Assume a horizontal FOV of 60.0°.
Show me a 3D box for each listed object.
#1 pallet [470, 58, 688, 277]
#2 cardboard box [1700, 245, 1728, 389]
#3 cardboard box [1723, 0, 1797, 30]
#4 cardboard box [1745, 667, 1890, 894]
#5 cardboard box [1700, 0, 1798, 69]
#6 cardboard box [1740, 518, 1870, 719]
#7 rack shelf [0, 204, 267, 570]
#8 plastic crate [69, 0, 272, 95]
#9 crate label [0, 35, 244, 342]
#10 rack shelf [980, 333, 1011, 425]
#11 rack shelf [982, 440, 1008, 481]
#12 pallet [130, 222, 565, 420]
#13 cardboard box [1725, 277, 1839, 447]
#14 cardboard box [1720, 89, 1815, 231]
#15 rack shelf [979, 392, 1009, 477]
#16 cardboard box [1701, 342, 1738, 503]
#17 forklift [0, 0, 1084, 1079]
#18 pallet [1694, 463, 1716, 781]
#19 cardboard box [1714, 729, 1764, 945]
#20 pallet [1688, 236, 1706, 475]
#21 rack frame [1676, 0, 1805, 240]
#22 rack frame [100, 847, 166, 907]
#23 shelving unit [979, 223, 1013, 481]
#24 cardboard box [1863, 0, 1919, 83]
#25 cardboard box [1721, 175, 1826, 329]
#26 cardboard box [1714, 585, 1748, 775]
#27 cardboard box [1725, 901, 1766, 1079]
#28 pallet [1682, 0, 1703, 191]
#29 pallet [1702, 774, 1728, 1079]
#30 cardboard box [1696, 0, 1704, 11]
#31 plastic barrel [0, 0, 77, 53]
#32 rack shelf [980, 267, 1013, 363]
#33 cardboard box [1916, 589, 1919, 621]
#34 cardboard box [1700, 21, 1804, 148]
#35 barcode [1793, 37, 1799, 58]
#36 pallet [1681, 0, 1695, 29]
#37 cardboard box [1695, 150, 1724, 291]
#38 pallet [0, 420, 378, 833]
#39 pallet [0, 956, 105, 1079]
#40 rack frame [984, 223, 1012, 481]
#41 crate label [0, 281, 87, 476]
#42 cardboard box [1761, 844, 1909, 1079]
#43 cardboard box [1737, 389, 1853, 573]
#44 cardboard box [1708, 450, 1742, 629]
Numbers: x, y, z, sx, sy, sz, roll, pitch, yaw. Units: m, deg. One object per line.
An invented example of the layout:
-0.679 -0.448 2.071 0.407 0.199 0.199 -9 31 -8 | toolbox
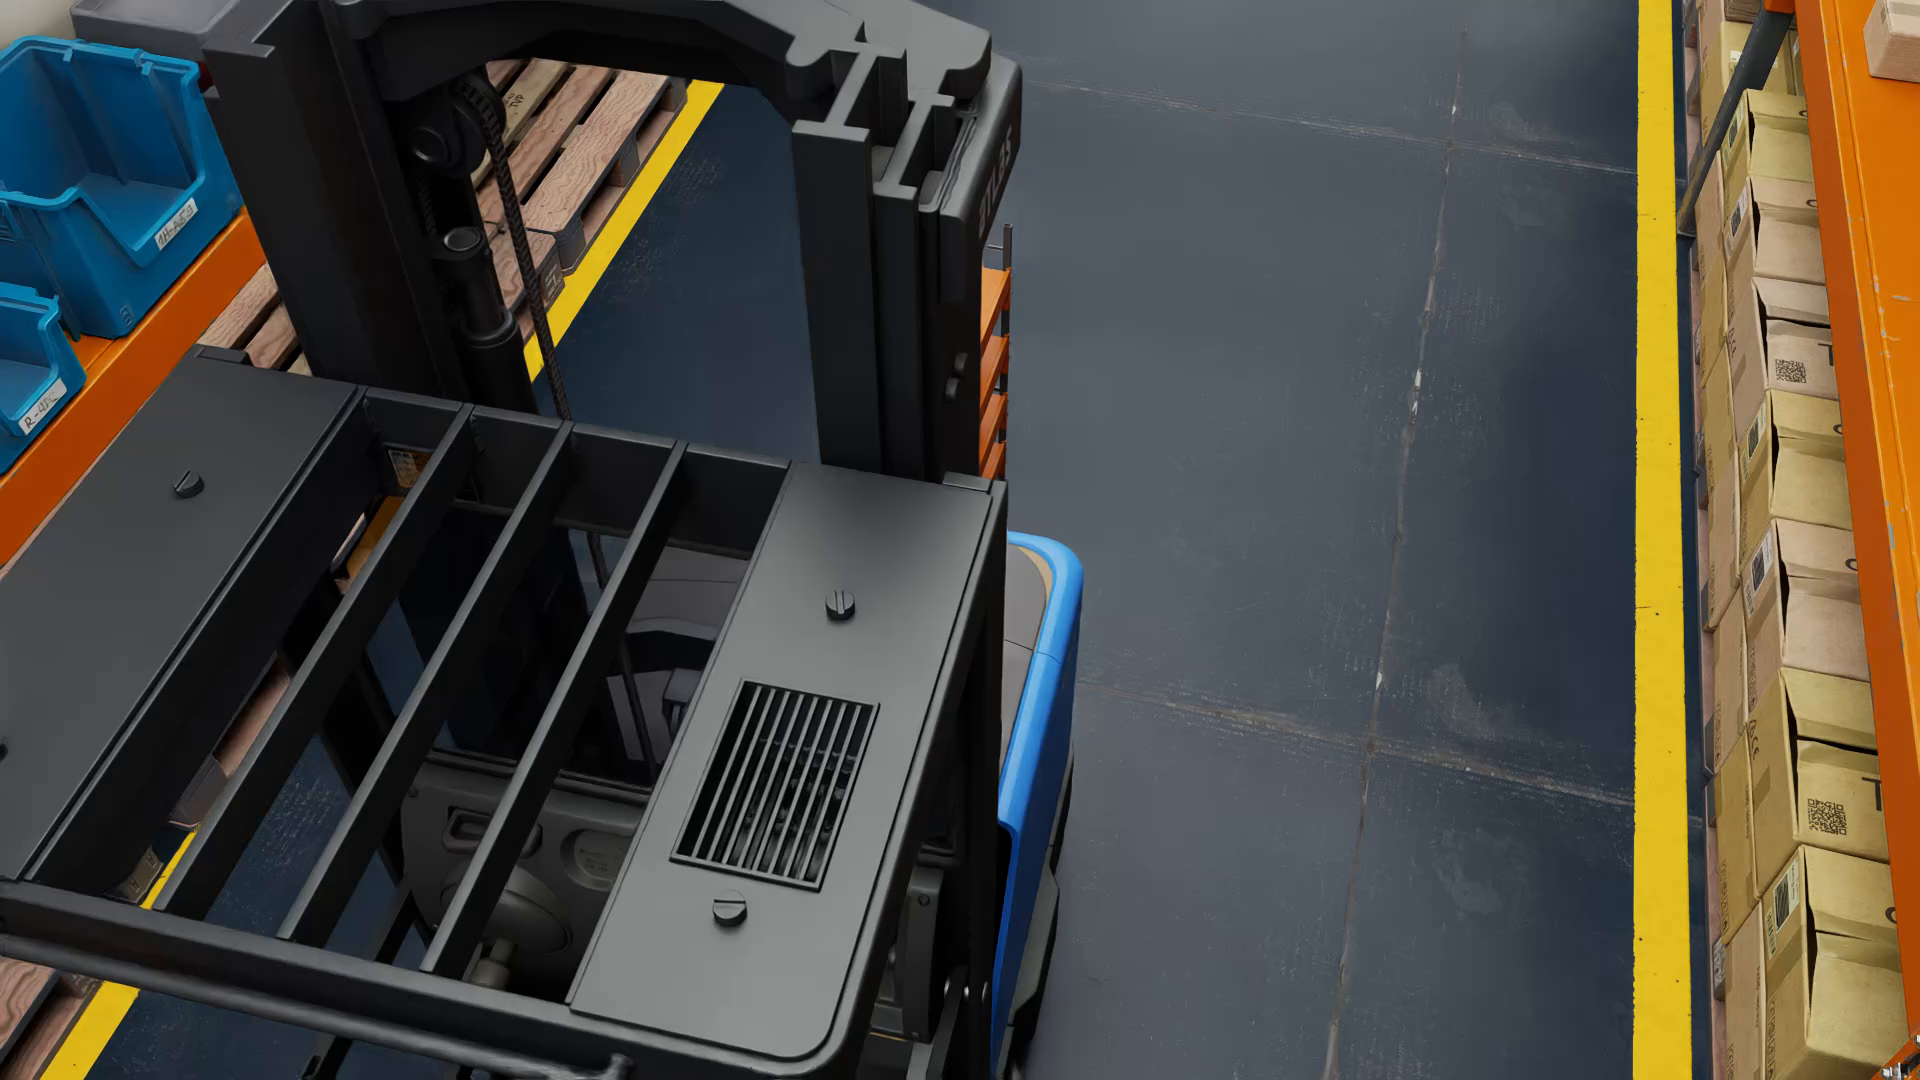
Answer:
-1.753 -1.563 6.489 1.003 0.211 1.213 12 50 10 | pallet
2.713 -0.698 5.419 0.500 0.250 0.500 13 50 11 | cardboard box
3.248 -2.296 6.330 0.500 0.500 0.500 12 50 10 | cardboard box
2.172 0.593 3.906 0.500 0.311 0.500 11 49 9 | cardboard box
3.246 -2.049 6.611 0.500 0.250 0.500 12 50 10 | cardboard box
2.307 0.228 4.228 0.500 0.311 0.500 11 50 10 | cardboard box
-2.110 -1.377 4.944 1.077 0.370 4.000 12 50 10 | rack shelf
-1.916 -1.298 4.352 0.402 0.464 0.583 12 50 10 | plastic crate
-2.114 -0.845 3.972 0.502 0.435 0.616 12 50 10 | crate label
-0.044 -0.381 4.577 0.258 0.148 0.480 12 50 10 | rack shelf
-0.044 -0.101 4.894 0.258 0.148 0.480 12 50 10 | rack shelf
-2.072 -0.678 5.707 1.003 0.211 1.213 12 50 10 | pallet
2.573 -0.511 4.880 0.500 0.311 0.500 10 49 9 | cardboard box
2.845 -1.246 5.529 0.500 0.311 0.500 12 50 10 | cardboard box
-0.044 -0.233 4.745 0.258 0.148 0.480 12 50 10 | rack shelf
2.579 -0.323 5.088 0.500 0.250 0.500 10 49 9 | cardboard box
-0.539 0.740 2.642 1.130 2.935 3.031 10 49 9 | forklift
2.718 0.267 4.873 1.003 0.211 1.213 12 50 10 | pallet
2.176 0.781 4.114 0.500 0.250 0.500 11 49 10 | cardboard box
3.038 -0.618 5.655 1.003 0.211 1.213 12 50 10 | pallet
3.194 -2.081 5.086 1.000 3.000 0.127 12 50 10 | rack frame
-2.637 -0.168 3.398 1.000 3.000 0.127 12 50 10 | rack frame
-0.044 -0.277 4.694 0.258 1.200 0.503 12 50 10 | shelving unit
2.763 -1.398 4.650 0.380 0.149 0.250 12 50 10 | cardboard box
2.708 -0.885 5.210 0.500 0.311 0.500 11 49 10 | cardboard box
2.312 0.418 4.435 0.500 0.250 0.500 13 50 11 | cardboard box
2.044 1.154 3.785 0.500 0.250 0.500 13 50 11 | cardboard box
3.444 -1.726 6.632 1.003 0.211 1.213 12 50 10 | pallet
2.395 1.147 4.097 1.003 0.211 1.213 12 50 10 | pallet
3.364 -2.413 6.933 0.500 0.250 0.500 12 50 10 | cardboard box
-2.461 -1.296 4.319 0.421 0.512 0.421 0 49 0 | plastic barrel
-0.044 -0.537 4.400 0.258 0.148 0.480 12 50 10 | rack shelf
2.111 0.190 3.249 0.380 0.149 0.250 12 50 10 | cardboard box
3.105 -1.689 6.294 0.500 0.250 0.500 12 50 10 | cardboard box
2.725 -1.615 5.408 0.001 0.075 0.075 12 50 10 | barcode
3.763 -2.611 7.413 1.003 0.211 1.213 12 50 10 | pallet
2.849 -1.068 5.745 0.500 0.250 0.500 10 49 9 | cardboard box
-2.395 0.202 4.931 1.003 0.211 1.213 12 50 10 | pallet
-2.804 1.333 3.933 1.003 0.211 1.213 12 50 10 | pallet
0.021 -0.454 4.850 0.240 1.200 0.015 12 50 10 | rack frame
-2.164 -0.344 3.664 0.303 0.233 0.416 12 50 10 | crate label
2.041 0.970 3.573 0.500 0.311 0.500 13 50 11 | cardboard box
2.441 -0.134 4.547 0.500 0.311 0.500 13 50 11 | cardboard box
2.444 0.045 4.764 0.500 0.250 0.500 12 50 11 | cardboard box
